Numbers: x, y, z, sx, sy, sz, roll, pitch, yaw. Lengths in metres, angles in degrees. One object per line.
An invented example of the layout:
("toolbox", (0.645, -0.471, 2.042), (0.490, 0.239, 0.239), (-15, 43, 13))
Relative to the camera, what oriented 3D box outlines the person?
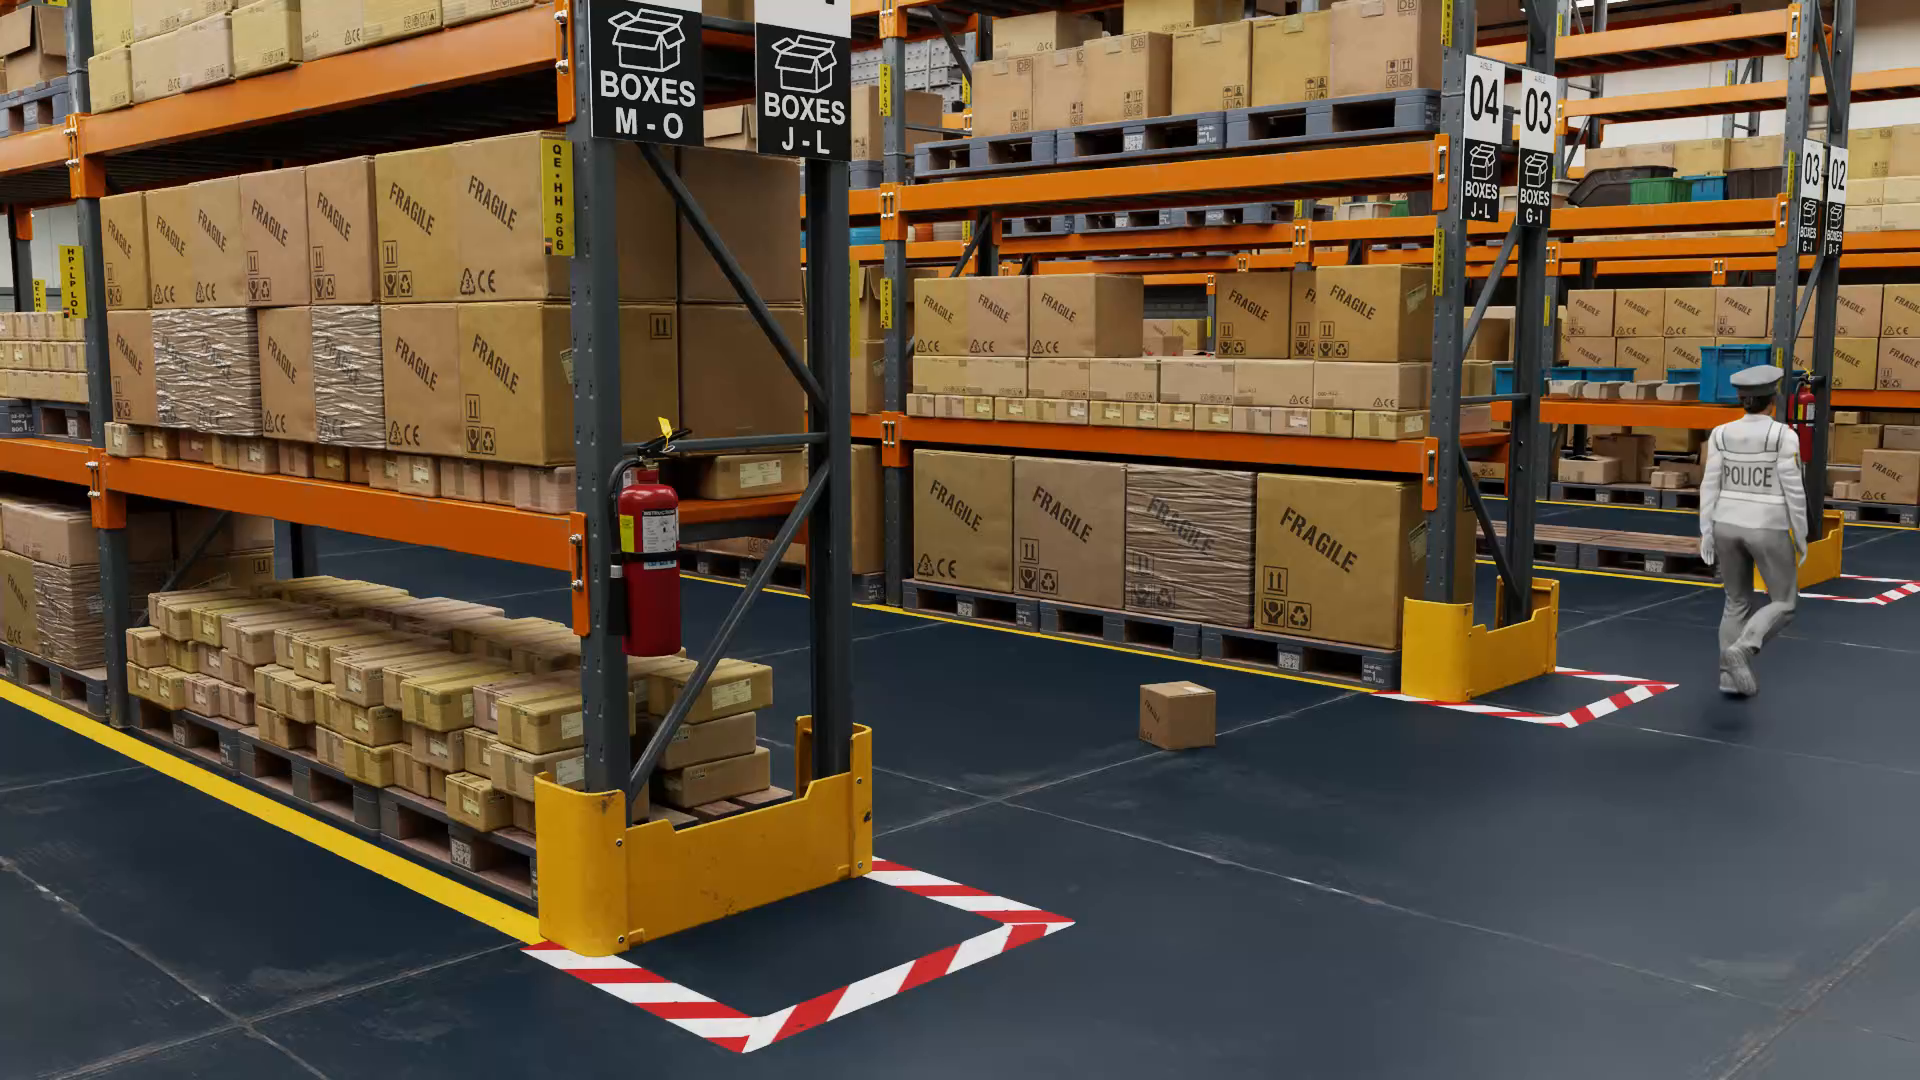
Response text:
("person", (3.937, -0.033, 8.284), (0.594, 1.669, 0.485), (-6, 9, -40))
